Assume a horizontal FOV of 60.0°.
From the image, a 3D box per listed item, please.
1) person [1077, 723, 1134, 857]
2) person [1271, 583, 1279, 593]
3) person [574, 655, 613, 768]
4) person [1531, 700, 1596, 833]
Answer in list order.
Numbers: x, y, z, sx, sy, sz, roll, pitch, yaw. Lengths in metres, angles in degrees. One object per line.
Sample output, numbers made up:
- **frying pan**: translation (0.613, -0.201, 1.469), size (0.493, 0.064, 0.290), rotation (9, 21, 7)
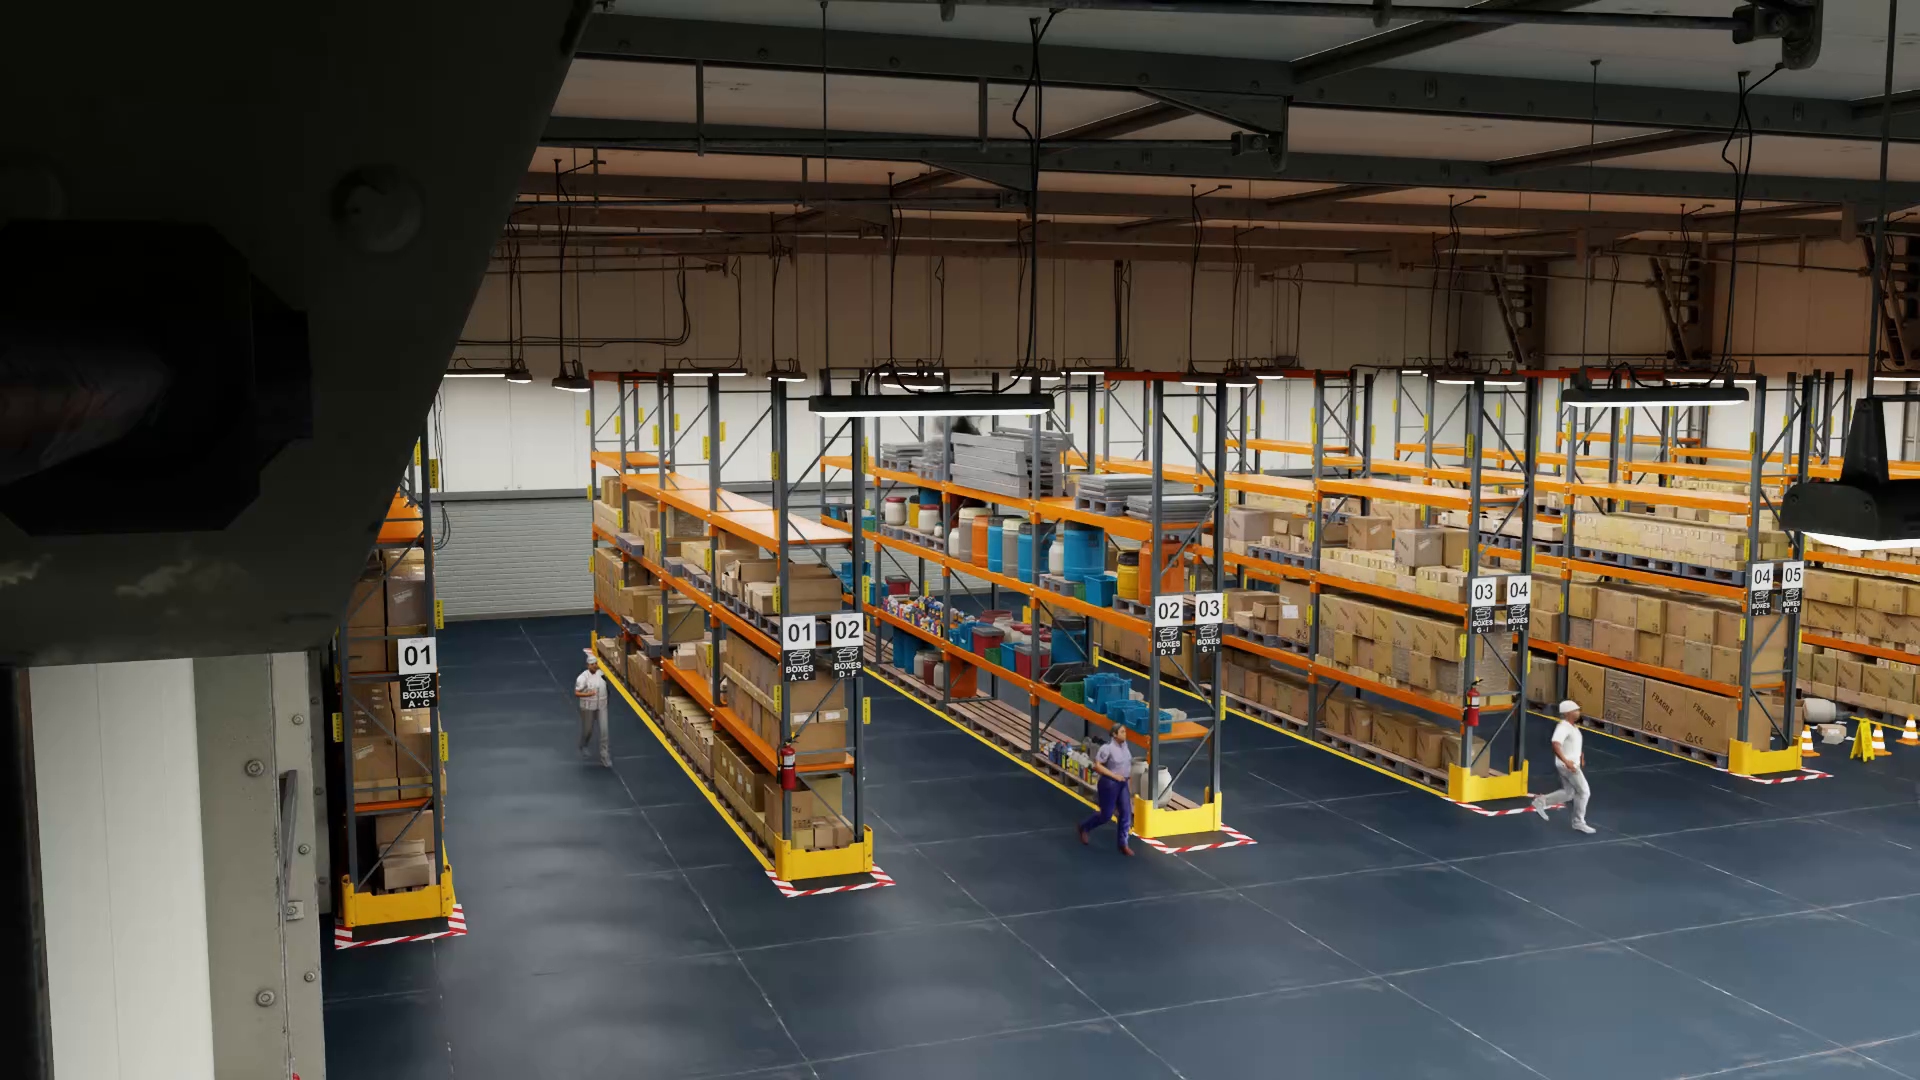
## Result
- **person**: translation (1.962, 3.157, 21.304), size (0.818, 1.656, 0.668), rotation (6, 9, 43)
- **person**: translation (7.908, 0.902, 41.138), size (0.937, 1.644, 0.673), rotation (6, 9, 42)
- **person**: translation (-5.681, 2.620, 25.750), size (0.602, 1.689, 0.886), rotation (-4, 8, -32)
- **person**: translation (8.088, 3.005, 22.214), size (0.829, 1.749, 0.722), rotation (2, 7, 19)
